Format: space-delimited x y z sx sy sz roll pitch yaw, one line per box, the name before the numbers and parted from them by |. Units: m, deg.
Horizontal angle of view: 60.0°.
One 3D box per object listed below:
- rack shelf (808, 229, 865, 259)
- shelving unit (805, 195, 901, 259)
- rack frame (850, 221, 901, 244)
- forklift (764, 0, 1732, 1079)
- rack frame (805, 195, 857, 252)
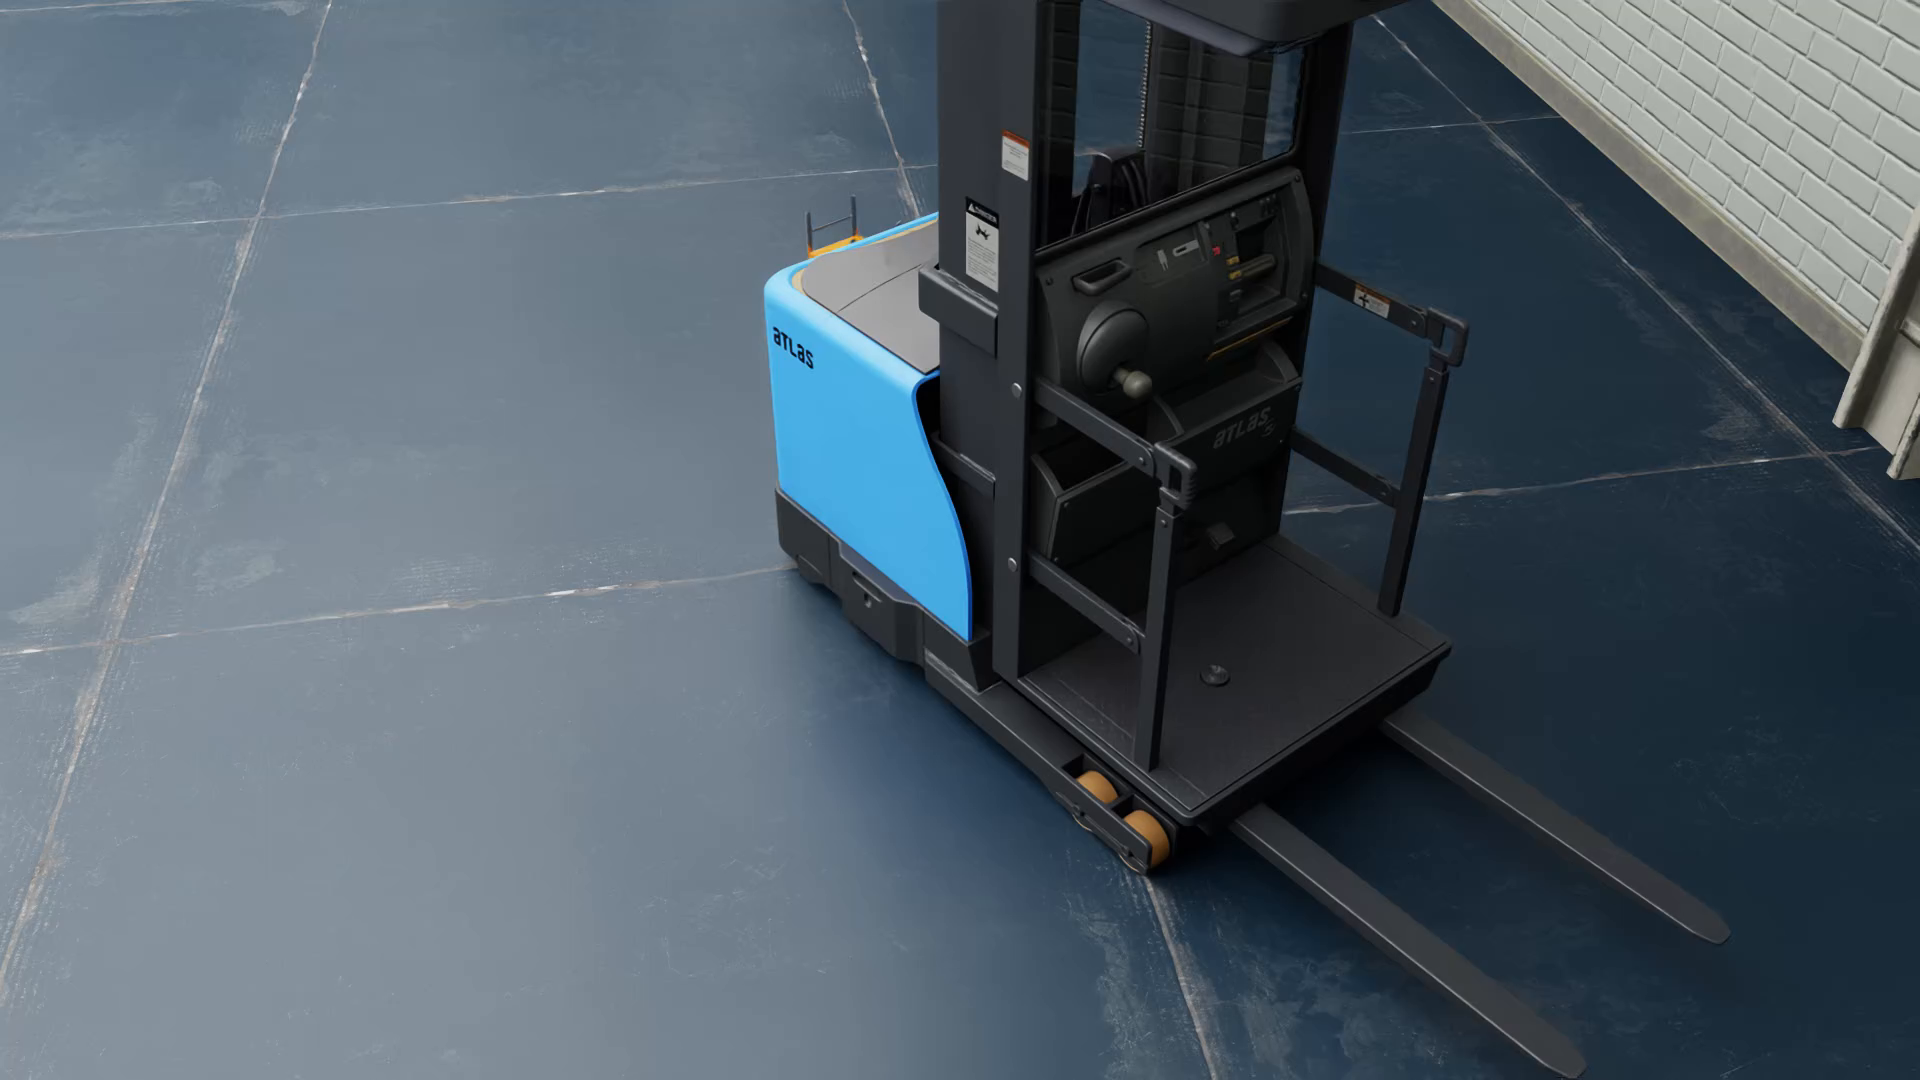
rack shelf | -0.347 -0.845 5.537 0.215 0.259 0.240 -27 45 -30
shelving unit | -0.347 -0.630 5.704 0.215 1.050 0.252 -27 45 -30
rack frame | -0.269 -0.572 5.630 0.200 1.050 0.008 -27 45 -30
forklift | 0.706 -0.596 4.128 1.130 2.935 3.031 -27 45 -30
rack frame | -0.425 -0.687 5.779 0.200 1.050 0.008 -27 45 -30
